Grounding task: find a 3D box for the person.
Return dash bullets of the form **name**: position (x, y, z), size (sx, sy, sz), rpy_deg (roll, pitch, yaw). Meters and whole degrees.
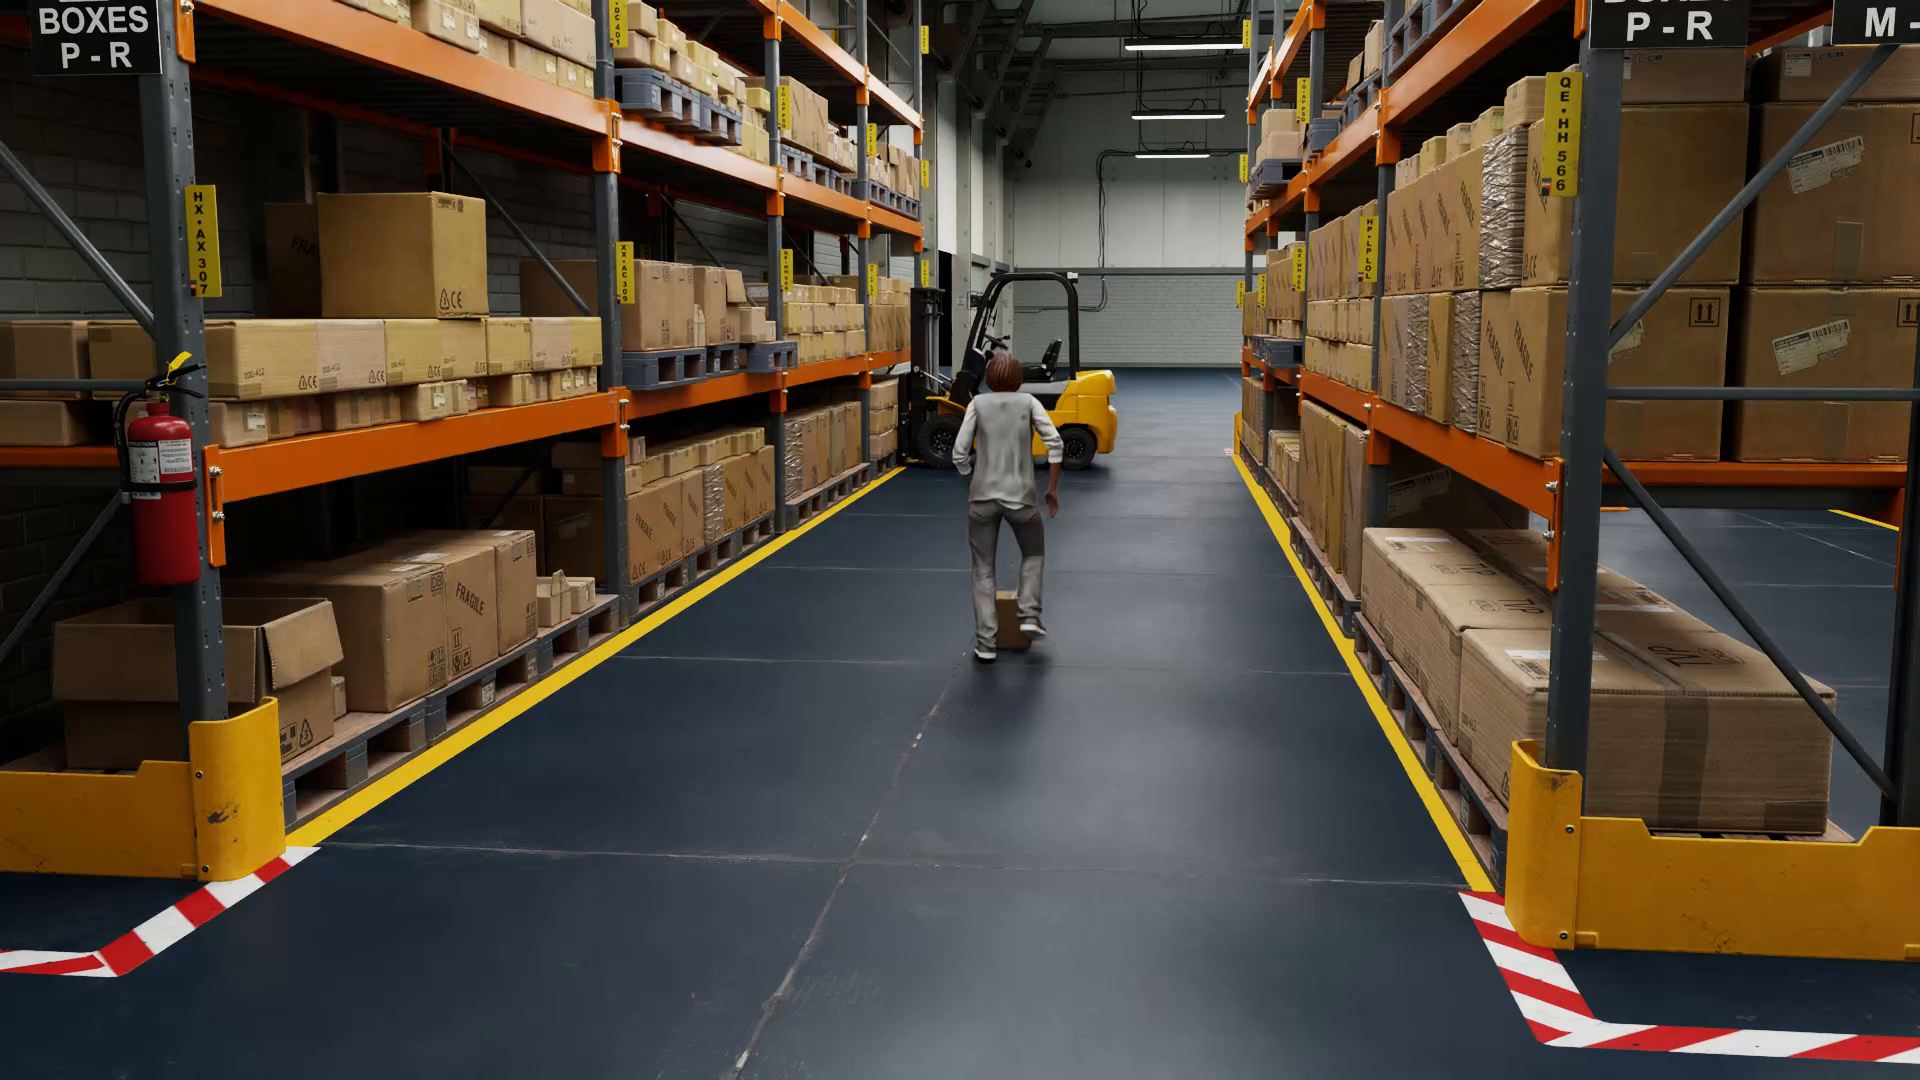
- **person**: position (0.242, -0.188, 8.437), size (0.566, 1.524, 0.604), rpy_deg (0, 8, 2)
